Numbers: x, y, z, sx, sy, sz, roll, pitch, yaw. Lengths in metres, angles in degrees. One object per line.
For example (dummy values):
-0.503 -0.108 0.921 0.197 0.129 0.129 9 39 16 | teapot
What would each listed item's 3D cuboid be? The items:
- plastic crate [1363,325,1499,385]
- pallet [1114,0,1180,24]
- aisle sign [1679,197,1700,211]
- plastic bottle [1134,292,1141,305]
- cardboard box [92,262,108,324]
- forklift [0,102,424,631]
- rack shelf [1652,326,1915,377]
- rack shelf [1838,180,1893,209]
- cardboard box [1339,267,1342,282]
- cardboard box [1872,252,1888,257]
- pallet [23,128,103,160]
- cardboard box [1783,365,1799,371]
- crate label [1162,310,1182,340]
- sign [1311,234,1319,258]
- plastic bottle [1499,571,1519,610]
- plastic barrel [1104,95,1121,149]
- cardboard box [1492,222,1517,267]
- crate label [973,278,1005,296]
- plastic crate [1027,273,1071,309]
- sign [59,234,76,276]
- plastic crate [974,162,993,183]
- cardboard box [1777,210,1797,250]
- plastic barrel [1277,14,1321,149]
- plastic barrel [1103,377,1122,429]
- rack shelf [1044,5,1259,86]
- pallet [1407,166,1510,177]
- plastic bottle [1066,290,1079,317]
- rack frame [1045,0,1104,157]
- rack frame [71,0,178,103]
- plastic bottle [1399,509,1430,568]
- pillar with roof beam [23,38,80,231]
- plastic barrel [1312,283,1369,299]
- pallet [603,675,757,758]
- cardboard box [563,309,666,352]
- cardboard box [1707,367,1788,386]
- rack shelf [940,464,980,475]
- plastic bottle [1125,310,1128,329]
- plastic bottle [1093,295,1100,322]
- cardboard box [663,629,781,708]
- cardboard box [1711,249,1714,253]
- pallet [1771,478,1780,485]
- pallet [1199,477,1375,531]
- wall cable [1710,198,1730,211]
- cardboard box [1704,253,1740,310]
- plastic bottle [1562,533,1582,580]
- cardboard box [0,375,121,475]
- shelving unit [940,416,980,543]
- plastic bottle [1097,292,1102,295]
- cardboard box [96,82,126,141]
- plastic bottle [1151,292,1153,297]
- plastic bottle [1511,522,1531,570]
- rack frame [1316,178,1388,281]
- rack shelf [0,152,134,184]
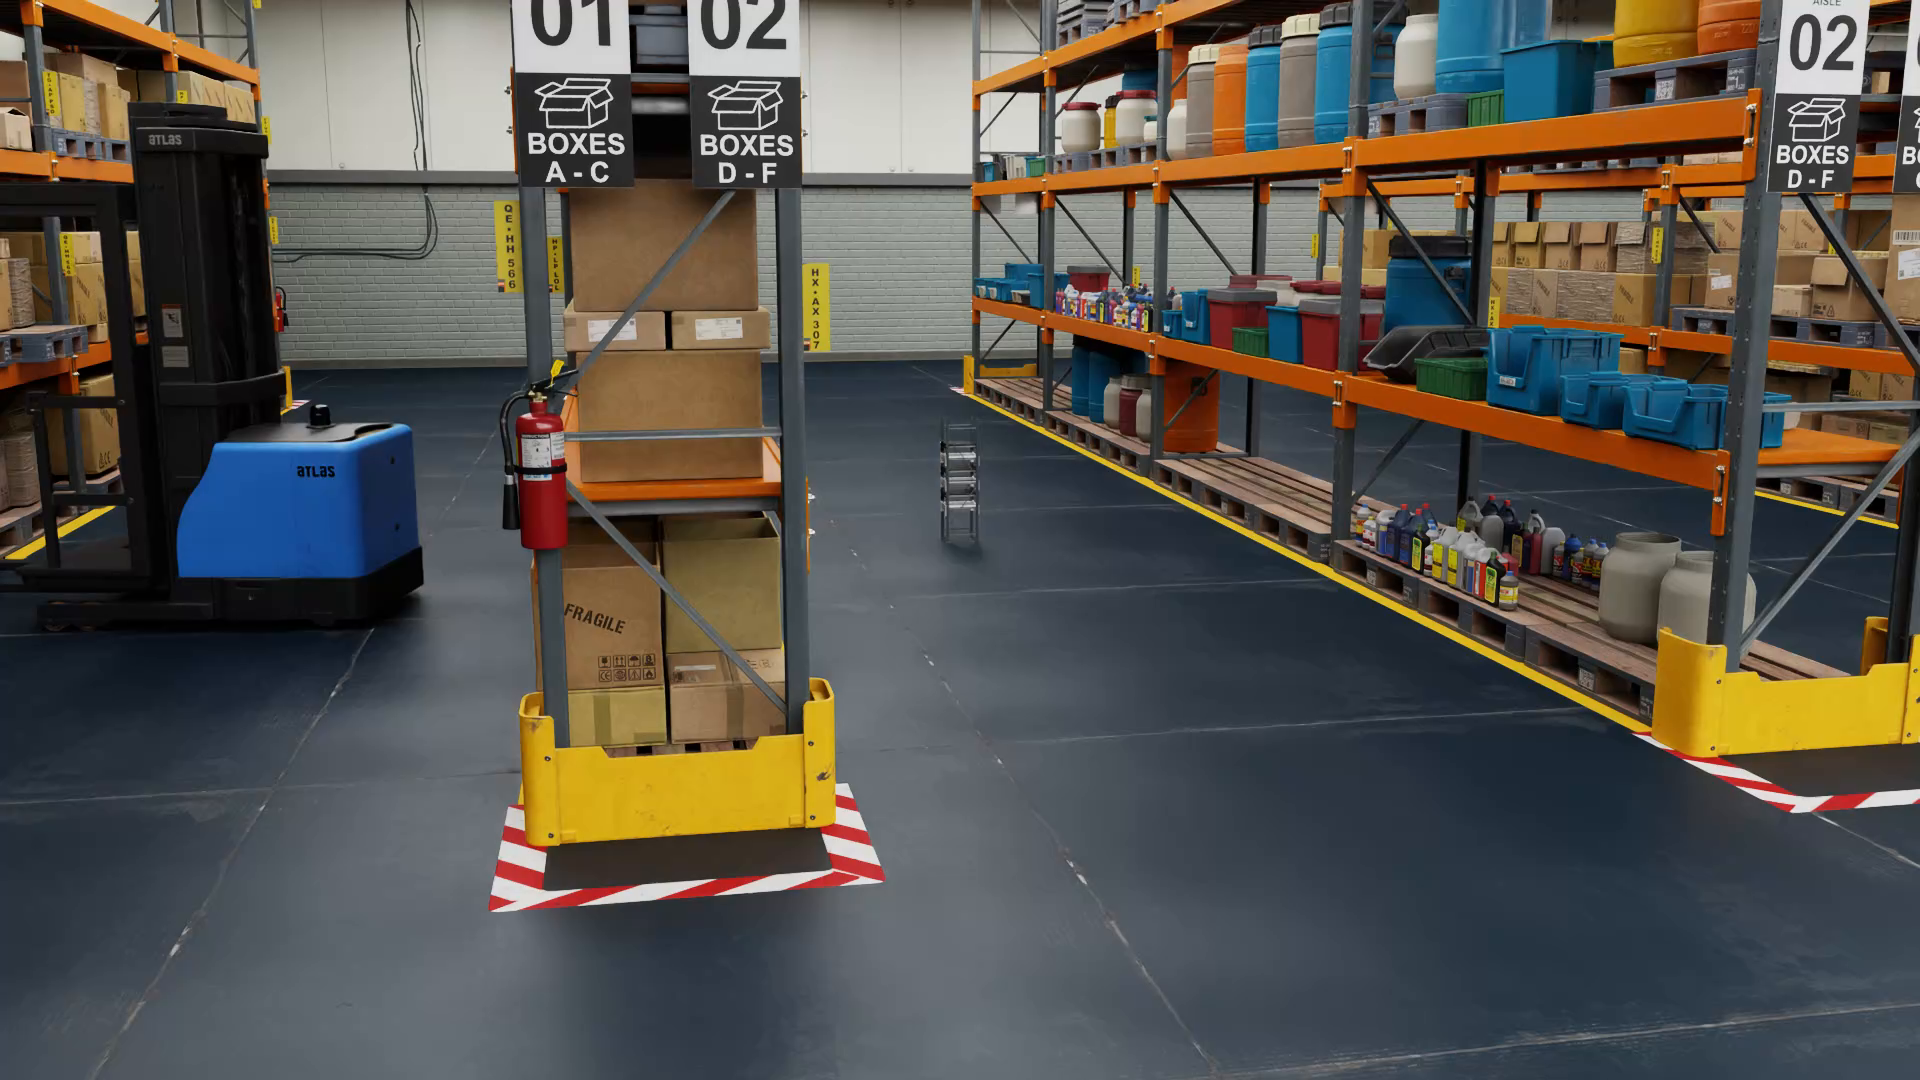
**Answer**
2.976 -1.169 10.480 0.767 0.338 0.504 -2 11 -11 | plastic crate
2.110 -4.825 15.053 1.213 0.211 1.003 -2 11 -11 | pallet
10.688 -5.144 24.248 0.394 0.787 0.004 -2 11 -11 | aisle sign
1.887 -2.476 17.526 0.097 0.271 0.097 0 11 0 | plastic bottle
-7.433 -2.073 13.949 0.500 0.500 0.500 -2 11 -9 | cardboard box
-4.868 -1.022 9.726 3.031 2.935 1.130 0 11 1 | forklift
7.468 -1.493 13.944 1.077 0.370 4.000 -2 11 -11 | rack shelf
11.575 -3.862 18.368 1.077 0.370 4.000 -2 11 -11 | rack shelf
5.459 -3.560 22.485 0.500 0.250 0.500 -2 11 -12 | cardboard box
10.919 -3.297 19.455 0.380 0.149 0.250 -2 11 -11 | cardboard box
-7.675 -3.170 13.312 1.213 0.211 1.003 -2 11 -8 | pallet
10.748 -2.156 21.209 0.380 0.149 0.250 -3 11 -14 | cardboard box
1.935 -1.860 14.396 0.303 0.233 0.416 -2 11 -11 | crate label
4.977 -4.126 23.324 0.100 0.325 0.005 -2 11 -11 | sign
2.989 0.271 9.055 0.097 0.201 0.097 0 11 0 | plastic bottle
1.819 -4.379 17.534 0.600 0.588 0.600 0 11 0 | plastic barrel
6.433 -3.372 18.941 0.797 0.503 0.637 -2 11 -12 | cardboard box
0.390 -3.391 22.276 0.416 0.233 0.303 -2 11 -11 | crate label
1.017 -2.862 19.093 0.392 0.384 0.575 -2 11 -11 | plastic crate
-6.967 -2.225 12.977 0.100 0.325 0.005 -2 11 -11 | sign
0.466 -4.829 21.874 0.497 0.269 0.590 -2 11 -11 | plastic crate
10.723 -3.966 21.276 0.500 0.500 0.500 -2 11 -13 | cardboard box
2.560 -3.225 11.755 0.600 0.901 0.600 0 11 0 | plastic barrel
1.692 -1.414 17.134 0.421 0.512 0.421 0 11 0 | plastic barrel
1.832 -4.797 16.329 1.077 0.370 4.000 -2 11 -11 | rack shelf
6.152 -4.528 20.177 1.003 0.211 1.213 -2 11 -11 | pallet
1.230 -2.540 17.852 0.152 0.276 0.135 -2 11 -11 | plastic bottle
1.443 -5.714 18.151 1.000 3.000 0.127 -2 11 -11 | rack frame
-8.275 -5.354 16.258 1.000 3.000 0.127 -2 11 -11 | rack frame
2.785 -0.017 10.171 0.144 0.351 0.185 -3 11 -13 | plastic bottle
-5.037 -5.607 17.590 9.100 9.000 0.400 -2 11 -11 | pillar with roof beam
2.885 -1.685 12.661 0.433 0.535 0.433 0 11 0 | plastic barrel
-1.273 0.844 7.196 1.003 0.211 1.213 -2 11 -11 | pallet
-1.344 -0.818 6.468 0.380 0.149 0.250 -2 11 -12 | cardboard box
7.239 -1.448 15.287 0.500 0.250 0.500 -2 11 -9 | cardboard box
-0.002 -0.499 12.110 0.258 0.077 0.200 -2 11 -11 | rack shelf
1.617 -2.112 15.803 0.097 0.201 0.097 0 11 0 | plastic bottle
1.399 -2.353 16.879 0.097 0.271 0.097 0 11 0 | plastic bottle
-1.070 0.560 7.464 0.500 0.250 0.500 -2 11 -11 | cardboard box
10.436 -3.758 22.855 0.500 0.500 0.500 -2 11 -10 | cardboard box
7.229 -0.700 15.311 1.003 0.211 1.213 -2 11 -11 | pallet
2.567 -0.297 13.191 1.003 0.211 1.213 -2 11 -11 | pallet
14.124 -5.589 30.737 0.585 1.953 0.123 -2 11 -11 | wall cable
7.223 -2.371 15.243 0.500 0.500 0.500 -4 11 -18 | cardboard box
3.604 0.096 9.791 0.097 0.271 0.097 0 11 0 | plastic bottle
-7.512 -0.963 13.860 0.750 0.750 0.750 -2 11 -12 | cardboard box
-0.002 -0.444 12.120 0.258 0.900 0.210 -2 11 -11 | shelving unit
1.488 -2.443 17.342 0.152 0.276 0.135 -2 11 -11 | plastic bottle
-8.040 -3.880 15.095 0.700 0.500 0.500 -2 11 -12 | cardboard box
2.032 -2.461 17.438 0.152 0.276 0.135 -2 11 -11 | plastic bottle
3.411 0.029 10.110 0.061 0.283 0.133 -2 11 -11 | plastic bottle
5.523 -3.681 23.513 1.000 3.000 0.127 -2 11 -11 | rack frame
-7.886 -3.160 14.679 1.077 0.370 4.000 -2 11 -11 | rack shelf
